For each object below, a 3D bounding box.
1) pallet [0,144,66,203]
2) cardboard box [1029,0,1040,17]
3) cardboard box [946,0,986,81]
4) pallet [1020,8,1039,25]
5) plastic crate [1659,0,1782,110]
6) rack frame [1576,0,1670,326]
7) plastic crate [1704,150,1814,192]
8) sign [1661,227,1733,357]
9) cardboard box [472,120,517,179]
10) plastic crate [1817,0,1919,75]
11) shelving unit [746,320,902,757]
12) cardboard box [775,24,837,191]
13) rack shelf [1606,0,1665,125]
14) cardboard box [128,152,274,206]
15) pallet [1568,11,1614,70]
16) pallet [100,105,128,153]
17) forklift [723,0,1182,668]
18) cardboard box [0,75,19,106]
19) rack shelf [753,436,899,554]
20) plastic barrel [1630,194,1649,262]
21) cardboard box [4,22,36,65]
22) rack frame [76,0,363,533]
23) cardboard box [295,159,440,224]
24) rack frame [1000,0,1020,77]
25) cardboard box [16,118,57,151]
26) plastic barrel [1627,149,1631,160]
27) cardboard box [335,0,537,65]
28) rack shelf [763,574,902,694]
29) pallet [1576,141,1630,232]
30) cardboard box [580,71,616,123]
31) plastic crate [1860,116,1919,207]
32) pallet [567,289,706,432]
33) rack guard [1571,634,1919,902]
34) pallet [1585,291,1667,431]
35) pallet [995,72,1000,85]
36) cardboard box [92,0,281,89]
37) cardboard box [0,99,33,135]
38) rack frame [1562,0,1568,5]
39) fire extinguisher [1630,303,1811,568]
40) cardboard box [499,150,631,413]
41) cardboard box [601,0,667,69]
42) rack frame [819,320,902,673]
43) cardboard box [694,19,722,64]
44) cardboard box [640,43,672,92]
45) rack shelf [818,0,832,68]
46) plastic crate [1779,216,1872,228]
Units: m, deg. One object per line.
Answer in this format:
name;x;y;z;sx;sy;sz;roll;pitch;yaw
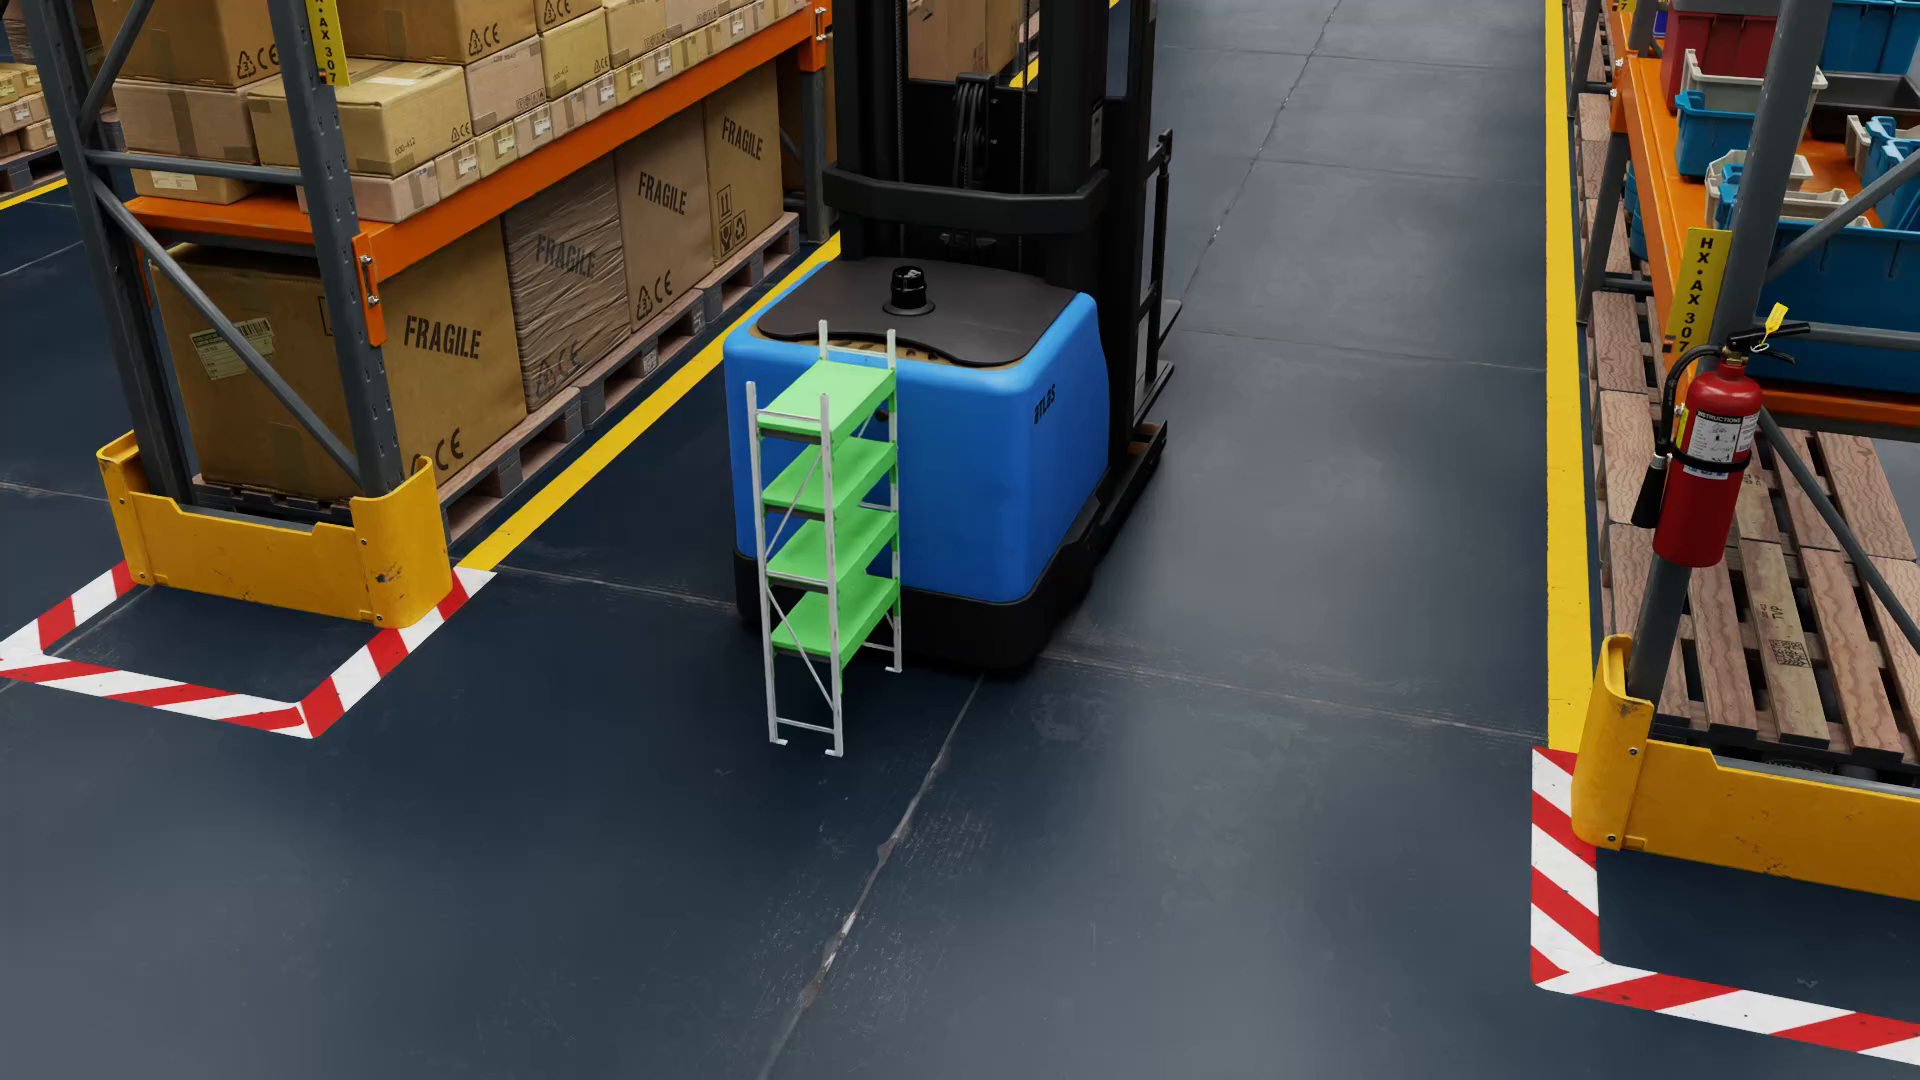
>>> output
pallet;-6.096;-2.248;10.074;1.003;0.211;1.213;8;30;15
cardboard box;0.281;-4.562;13.484;0.700;0.500;0.500;6;30;11
cardboard box;-0.538;-3.412;11.052;1.225;0.875;0.875;9;30;15
pallet;0.544;-4.598;14.298;1.003;0.211;1.213;8;30;15
plastic crate;3.012;-1.998;6.628;0.402;0.464;0.583;8;30;15
rack frame;3.514;-2.323;7.340;1.000;3.000;0.127;8;30;15
plastic crate;2.632;-1.185;5.505;0.298;0.136;0.250;8;30;15
sign;1.809;-0.606;4.086;0.100;0.325;0.005;8;30;15
cardboard box;-1.827;-1.417;5.970;0.380;0.149;0.250;8;30;14
plastic crate;3.703;-2.076;6.851;0.392;0.384;0.575;8;30;15
shelving unit;-0.388;0.002;5.012;0.258;1.200;0.503;10;30;17
cardboard box;-1.052;-2.585;9.564;1.225;0.875;0.875;9;30;15
rack shelf;4.101;-2.938;9.185;1.077;0.370;4.000;8;30;15
cardboard box;-2.605;-1.273;5.711;0.380;0.149;0.250;9;30;16
pallet;5.312;-3.883;13.012;1.003;0.211;1.213;8;30;15
pallet;-5.706;-2.928;11.295;1.003;0.211;1.213;8;30;15
forklift;0.211;-1.569;6.055;1.130;2.935;3.031;10;31;17
cardboard box;-5.825;-2.655;9.825;0.380;0.149;0.250;9;30;15
rack shelf;-0.388;-0.153;4.926;0.258;0.148;0.480;10;30;17
plastic barrel;3.690;-1.840;8.198;0.600;0.901;0.708;8;30;15
cardboard box;-5.956;-3.255;11.155;0.500;0.500;0.500;8;30;14
rack frame;-2.398;-1.171;5.269;0.949;2.616;0.053;8;30;15
cardboard box;-1.975;-1.179;5.541;0.380;0.149;0.250;9;30;15
rack frame;-0.047;-4.888;11.952;1.000;3.000;0.127;8;30;15
cardboard box;-5.722;-2.491;10.143;0.380;0.149;0.250;9;30;16
plastic barrel;4.229;-2.557;9.809;0.600;0.588;0.708;8;30;15
cardboard box;-1.849;-1.980;5.800;0.500;0.500;0.500;8;30;14
rack shelf;-0.389;0.267;5.159;0.258;0.148;0.480;10;30;17
pallet;4.136;-2.025;9.674;1.003;0.211;1.213;8;30;15
cardboard box;-1.600;-1.776;6.616;0.380;0.149;0.250;8;30;14
plastic crate;3.202;-1.236;5.497;0.416;0.233;0.300;8;30;15
pallet;-1.875;-0.900;7.650;1.003;0.211;1.213;8;30;15
rack guard;2.345;0.642;4.582;1.175;0.500;0.348;8;30;15
pallet;3.335;-0.757;7.393;1.003;0.211;1.213;8;30;15
pallet;-0.350;-3.314;11.990;1.003;0.211;1.213;8;30;15
cardboard box;-2.503;-1.827;5.525;0.500;0.500;0.500;9;30;15
cardboard box;-5.789;-2.532;9.911;0.380;0.149;0.250;7;30;12
rack frame;5.862;-6.040;14.023;1.000;3.000;0.127;8;30;15
fire extinguisher;1.861;-0.262;4.098;0.296;0.674;0.183;8;30;15
cardboard box;-2.017;-1.157;6.998;0.875;0.875;0.875;8;30;15
cardboard box;-1.551;-2.138;6.856;0.500;0.250;0.500;8;30;14
rack frame;-0.306;-0.110;5.213;0.240;1.200;0.015;10;30;17
cardboard box;-1.299;-2.253;7.472;0.380;0.149;0.250;9;30;16
cardboard box;-1.450;-2.016;7.046;0.380;0.149;0.250;9;30;16
rack shelf;-0.634;-3.644;10.456;1.077;0.370;4.000;8;30;15
plastic crate;2.505;-0.912;5.014;0.396;0.136;0.243;8;30;15
